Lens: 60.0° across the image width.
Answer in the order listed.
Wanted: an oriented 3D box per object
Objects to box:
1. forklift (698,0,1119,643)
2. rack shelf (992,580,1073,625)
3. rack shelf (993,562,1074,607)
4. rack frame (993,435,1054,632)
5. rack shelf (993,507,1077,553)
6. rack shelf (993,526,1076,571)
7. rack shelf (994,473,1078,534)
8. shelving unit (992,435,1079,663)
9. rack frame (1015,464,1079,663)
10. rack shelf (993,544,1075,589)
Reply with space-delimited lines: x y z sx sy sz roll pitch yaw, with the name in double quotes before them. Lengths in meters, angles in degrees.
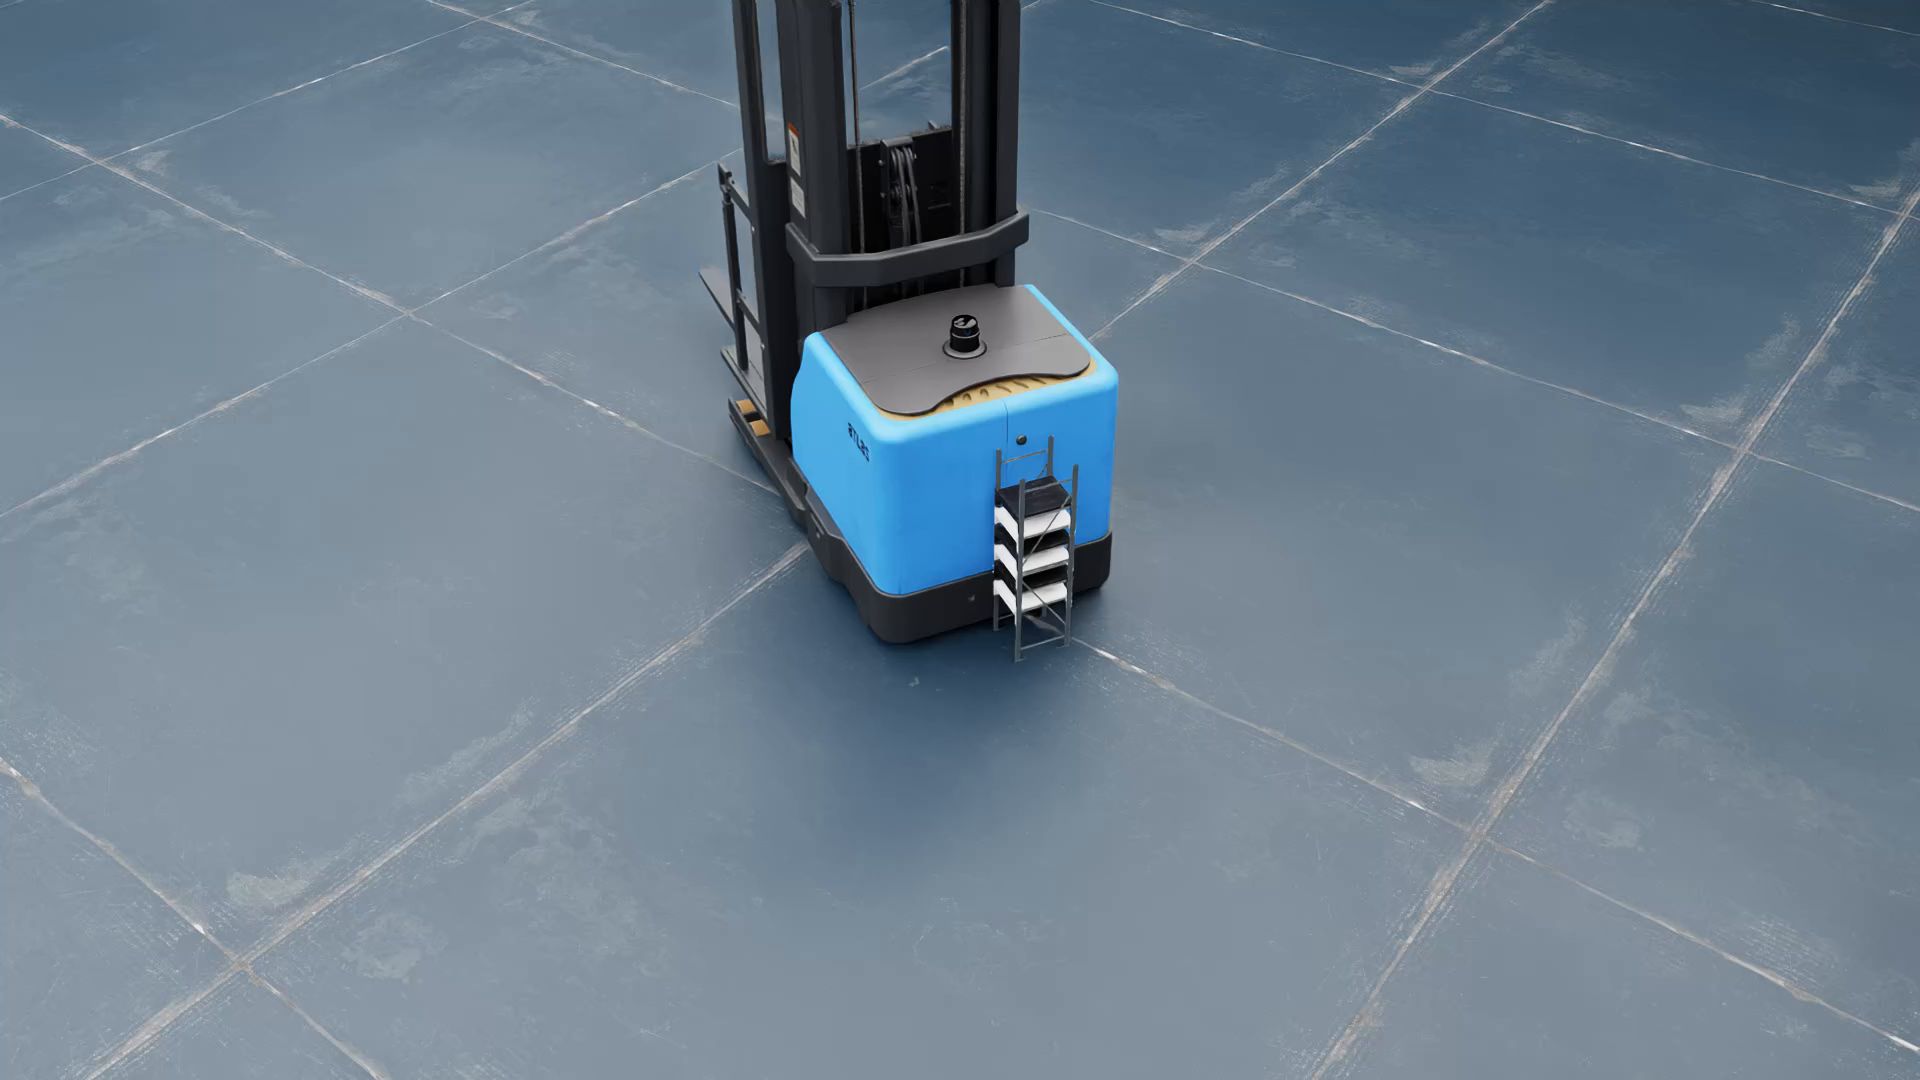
"forklift" -0.442 -1.649 6.978 1.130 2.935 3.031 -16 41 -19
"rack shelf" 0.287 0.214 6.593 0.258 0.077 0.200 -16 41 -19
"rack shelf" 0.287 0.143 6.537 0.258 0.077 0.200 -16 41 -19
"rack frame" 0.245 -0.011 6.534 0.240 0.900 0.006 -16 41 -19
"rack shelf" 0.287 -0.069 6.371 0.258 0.077 0.200 -16 41 -19
"rack shelf" 0.287 0.002 6.426 0.258 0.077 0.200 -16 41 -19
"rack shelf" 0.287 -0.140 6.315 0.258 0.077 0.200 -16 41 -19
"shelving unit" 0.287 0.046 6.461 0.258 0.900 0.210 -16 41 -19
"rack frame" 0.329 0.103 6.388 0.240 0.900 0.006 -16 41 -19
"rack shelf" 0.287 0.072 6.482 0.258 0.077 0.200 -16 41 -19
